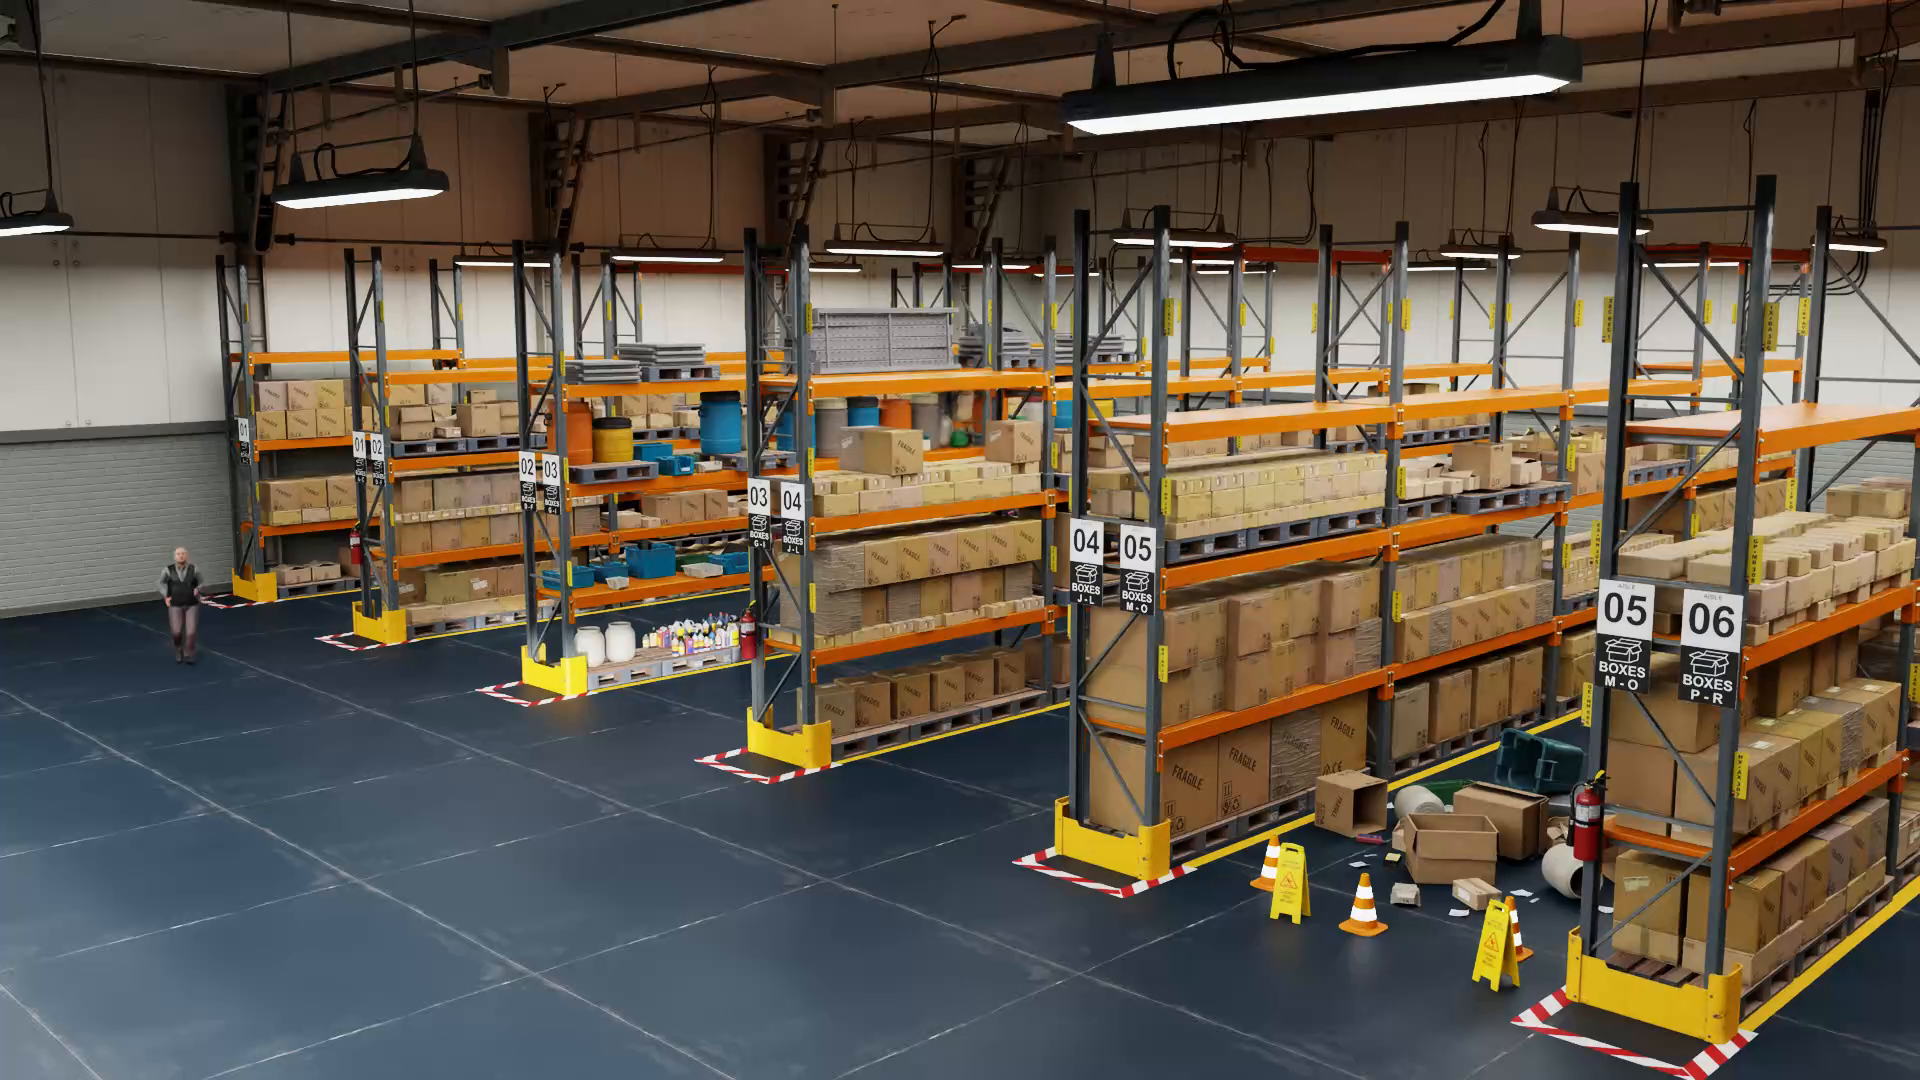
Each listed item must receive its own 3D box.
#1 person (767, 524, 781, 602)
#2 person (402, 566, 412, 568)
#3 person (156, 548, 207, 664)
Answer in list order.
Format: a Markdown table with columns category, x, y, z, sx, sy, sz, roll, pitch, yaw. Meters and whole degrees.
| category | x | y | z | sx | sy | sz | roll | pitch | yaw |
| --- | --- | --- | --- | --- | --- | --- | --- | --- | --- |
| person | -3.161 | 0.201 | 27.299 | 0.486 | 1.671 | 0.616 | -7 | 11 | -41 |
| person | -9.491 | 0.292 | 28.483 | 0.566 | 1.662 | 0.929 | 2 | 8 | 16 |
| person | -11.149 | 0.960 | 23.791 | 0.577 | 1.679 | 0.590 | -4 | 9 | -27 |
